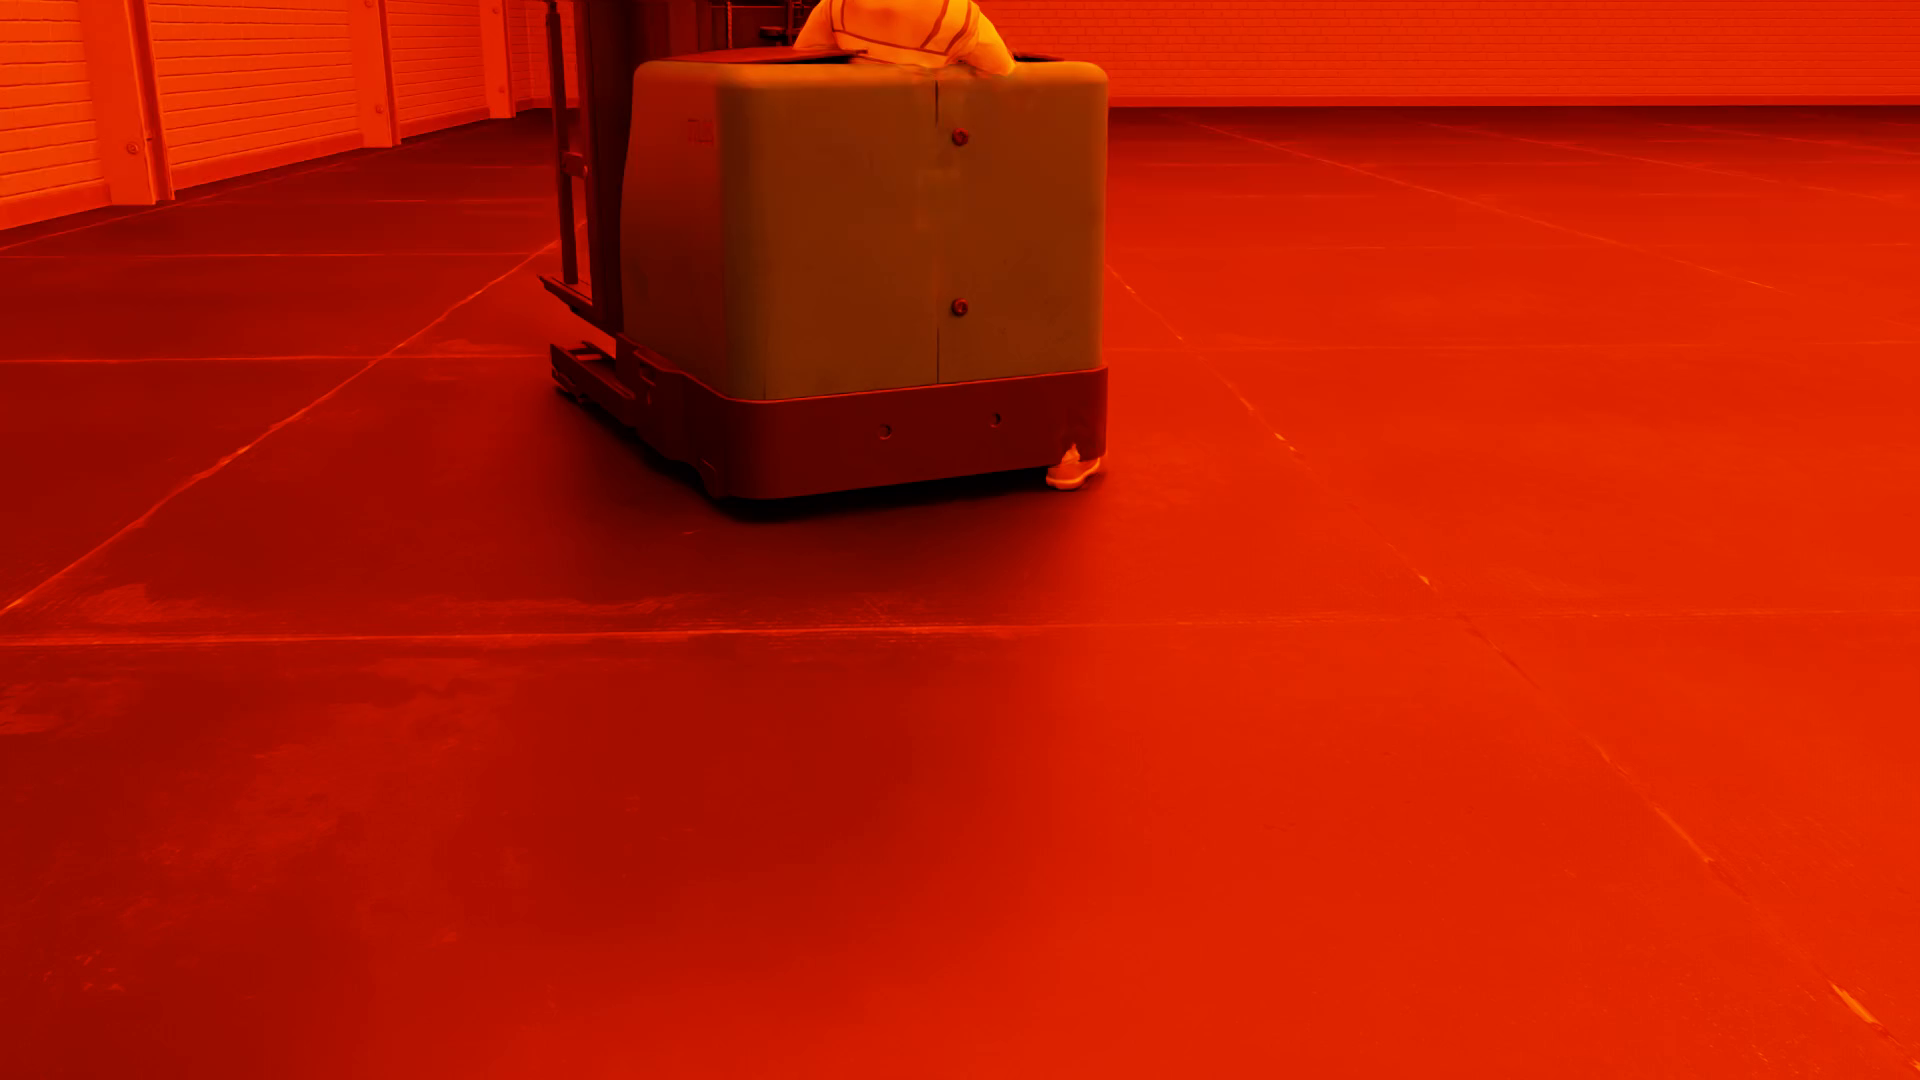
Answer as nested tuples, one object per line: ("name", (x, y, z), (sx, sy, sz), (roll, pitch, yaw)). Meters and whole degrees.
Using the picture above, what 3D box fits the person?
("person", (-0.059, -0.912, 4.300), (0.830, 1.508, 0.645), (9, 19, 26))

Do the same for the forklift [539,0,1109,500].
("forklift", (-0.705, -1.884, 5.067), (1.130, 2.935, 3.031), (-8, 19, -24))
